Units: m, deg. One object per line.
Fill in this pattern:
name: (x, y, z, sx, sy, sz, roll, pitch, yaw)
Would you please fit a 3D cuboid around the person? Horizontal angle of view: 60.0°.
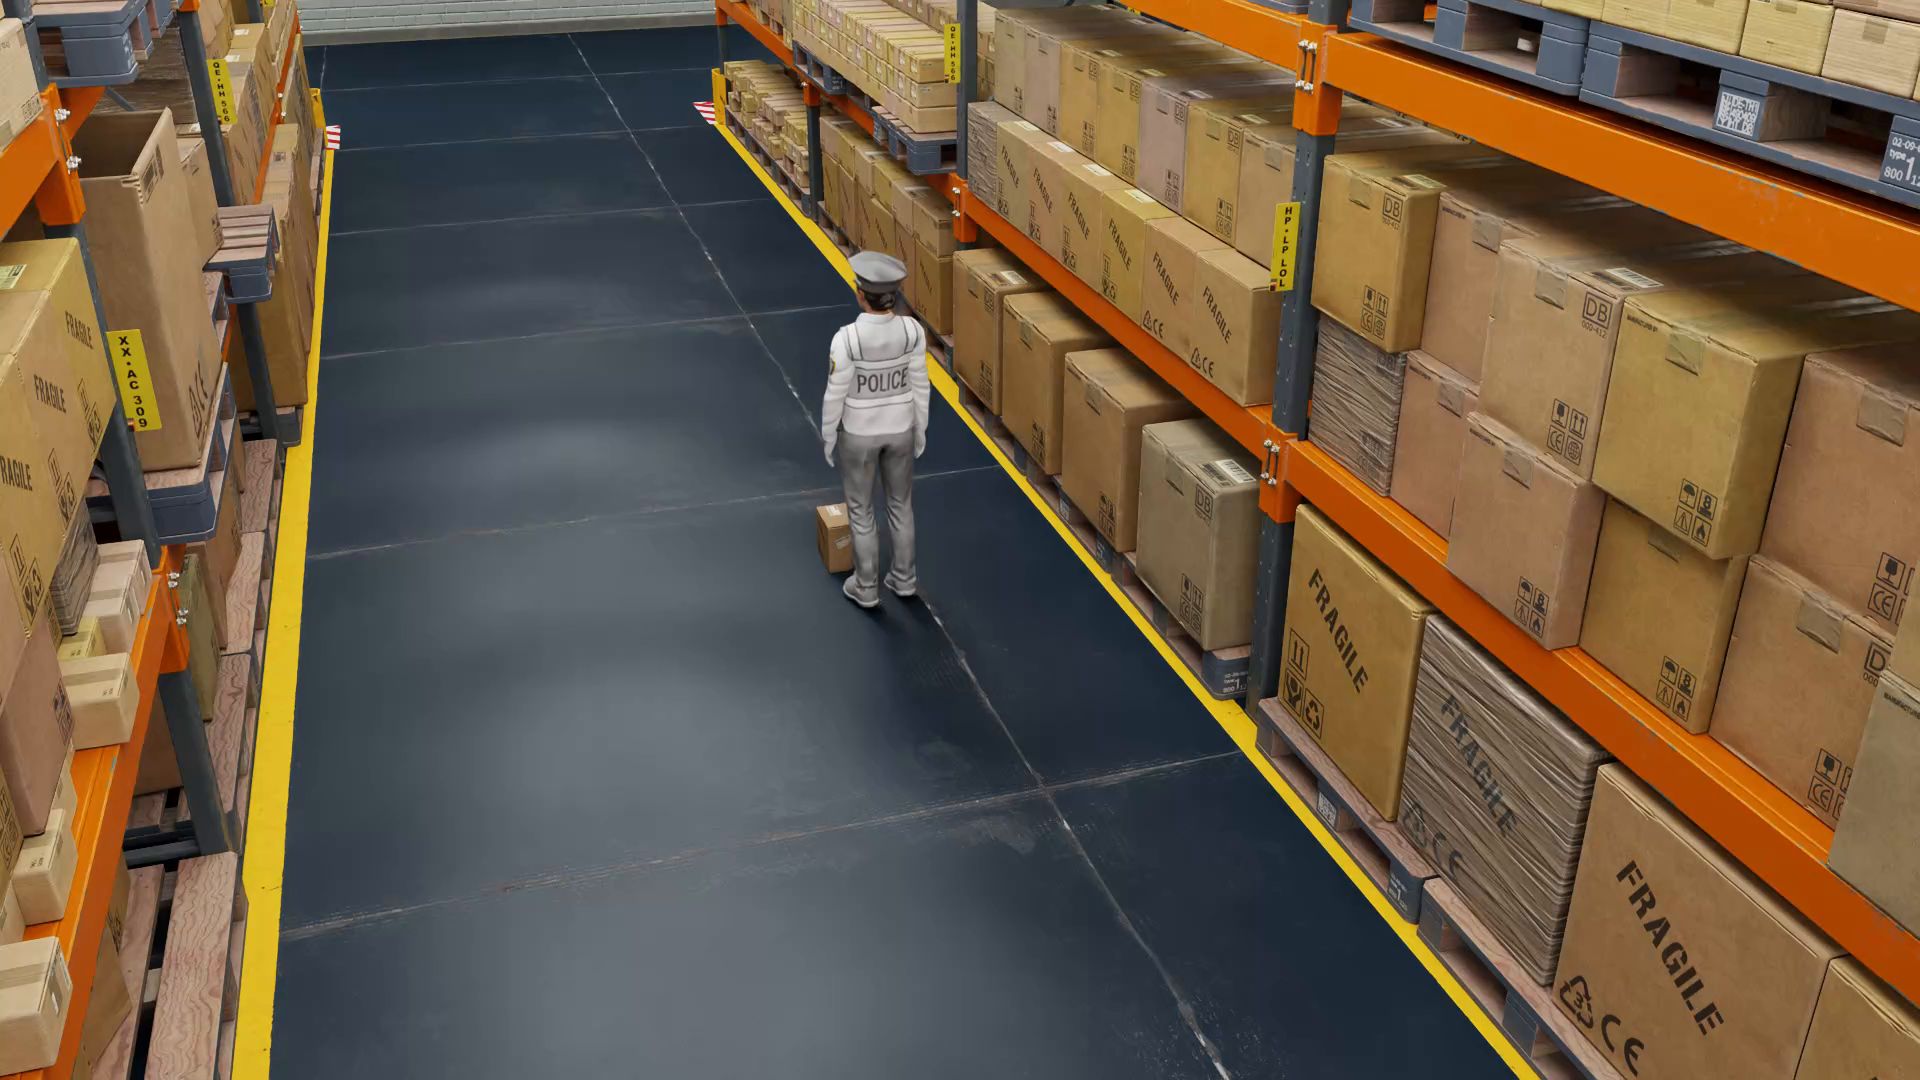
person: (-0.389, -0.471, 7.514, 0.497, 1.705, 0.399, -11, 28, -20)
